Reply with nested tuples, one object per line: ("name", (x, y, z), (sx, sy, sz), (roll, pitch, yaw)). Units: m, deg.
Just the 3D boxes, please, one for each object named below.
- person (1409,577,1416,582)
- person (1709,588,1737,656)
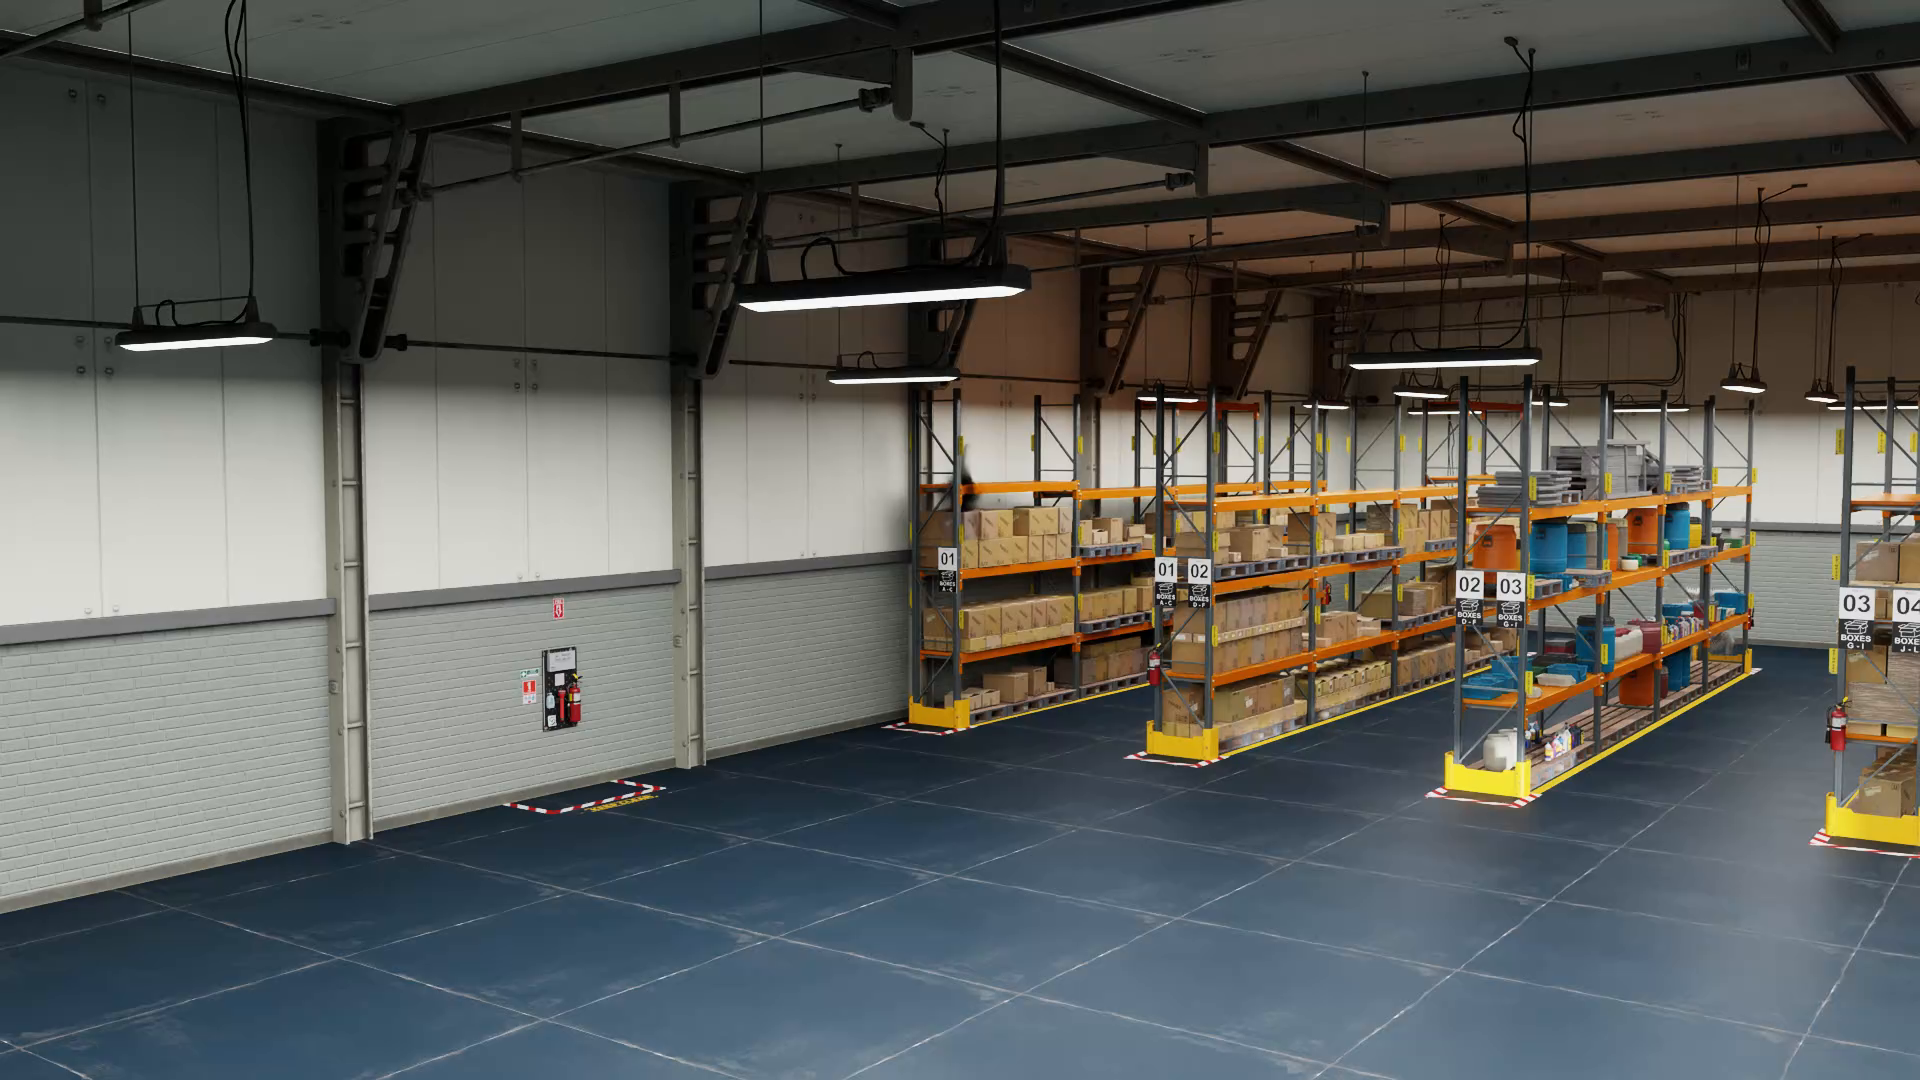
("person", (11.613, 1.759, 42.906), (0.640, 1.630, 0.720), (-2, 4, -28))
("person", (17.420, 1.968, 37.811), (0.623, 1.766, 0.993), (-3, 4, -39))
